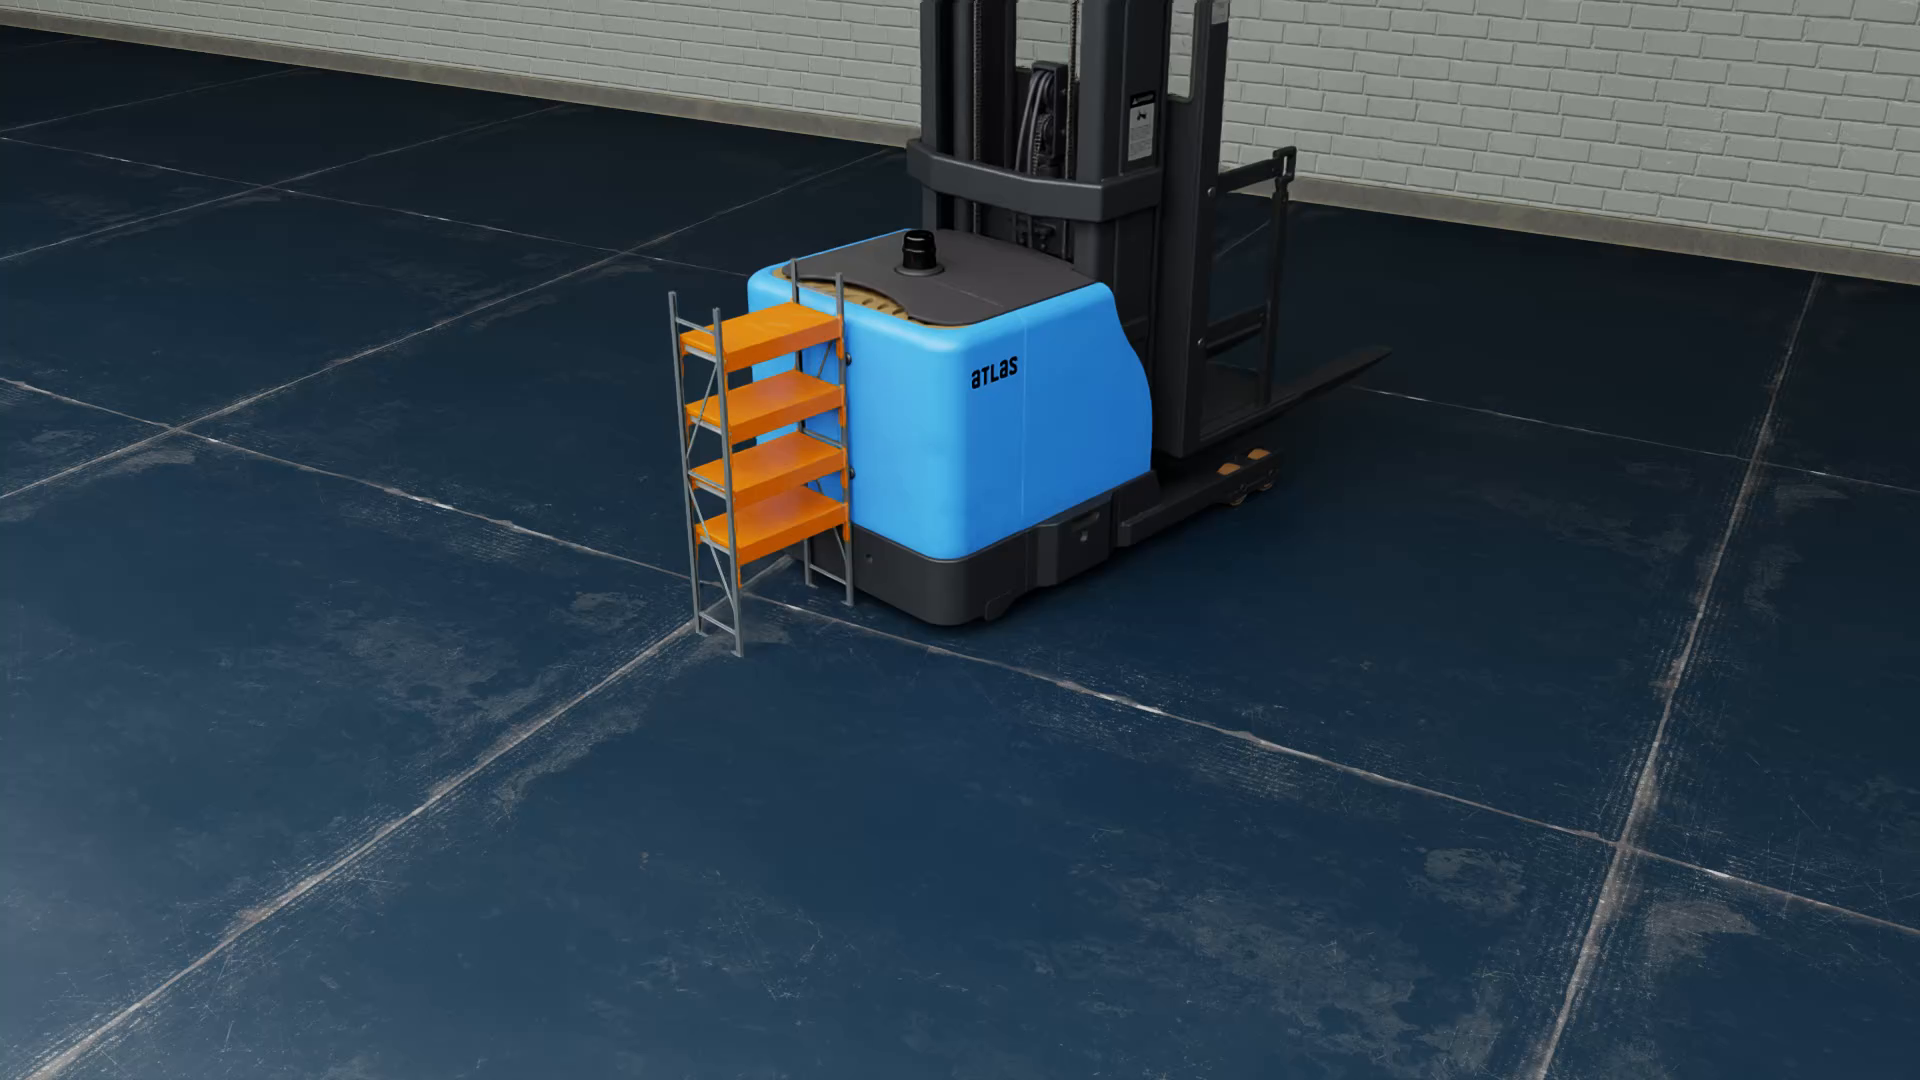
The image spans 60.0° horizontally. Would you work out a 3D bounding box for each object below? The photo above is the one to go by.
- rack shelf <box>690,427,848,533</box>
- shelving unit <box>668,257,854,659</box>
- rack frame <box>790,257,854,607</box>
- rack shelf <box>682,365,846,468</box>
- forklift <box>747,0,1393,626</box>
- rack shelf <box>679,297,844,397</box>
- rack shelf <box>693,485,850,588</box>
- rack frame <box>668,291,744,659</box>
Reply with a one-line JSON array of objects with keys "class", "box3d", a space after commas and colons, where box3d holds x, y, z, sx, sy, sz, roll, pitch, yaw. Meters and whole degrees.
[{"class": "rack shelf", "box3d": [-0.631, -0.204, 5.467, 0.258, 0.148, 0.480, 24, 35, 39]}, {"class": "shelving unit", "box3d": [-0.631, -0.264, 5.437, 0.258, 1.200, 0.503, 24, 35, 39]}, {"class": "rack frame", "box3d": [-0.460, -0.342, 5.592, 0.240, 1.200, 0.015, 24, 35, 39]}, {"class": "rack shelf", "box3d": [-0.631, -0.404, 5.367, 0.258, 0.148, 0.480, 24, 35, 39]}, {"class": "forklift", "box3d": [0.646, -1.589, 6.151, 1.130, 2.935, 3.031, 24, 35, 39]}, {"class": "rack shelf", "box3d": [-0.631, -0.615, 5.261, 0.258, 0.148, 0.480, 24, 35, 39]}, {"class": "rack shelf", "box3d": [-0.631, -0.026, 5.556, 0.258, 0.148, 0.480, 24, 35, 39]}, {"class": "rack frame", "box3d": [-0.802, -0.186, 5.281, 0.240, 1.200, 0.015, 24, 35, 39]}]
